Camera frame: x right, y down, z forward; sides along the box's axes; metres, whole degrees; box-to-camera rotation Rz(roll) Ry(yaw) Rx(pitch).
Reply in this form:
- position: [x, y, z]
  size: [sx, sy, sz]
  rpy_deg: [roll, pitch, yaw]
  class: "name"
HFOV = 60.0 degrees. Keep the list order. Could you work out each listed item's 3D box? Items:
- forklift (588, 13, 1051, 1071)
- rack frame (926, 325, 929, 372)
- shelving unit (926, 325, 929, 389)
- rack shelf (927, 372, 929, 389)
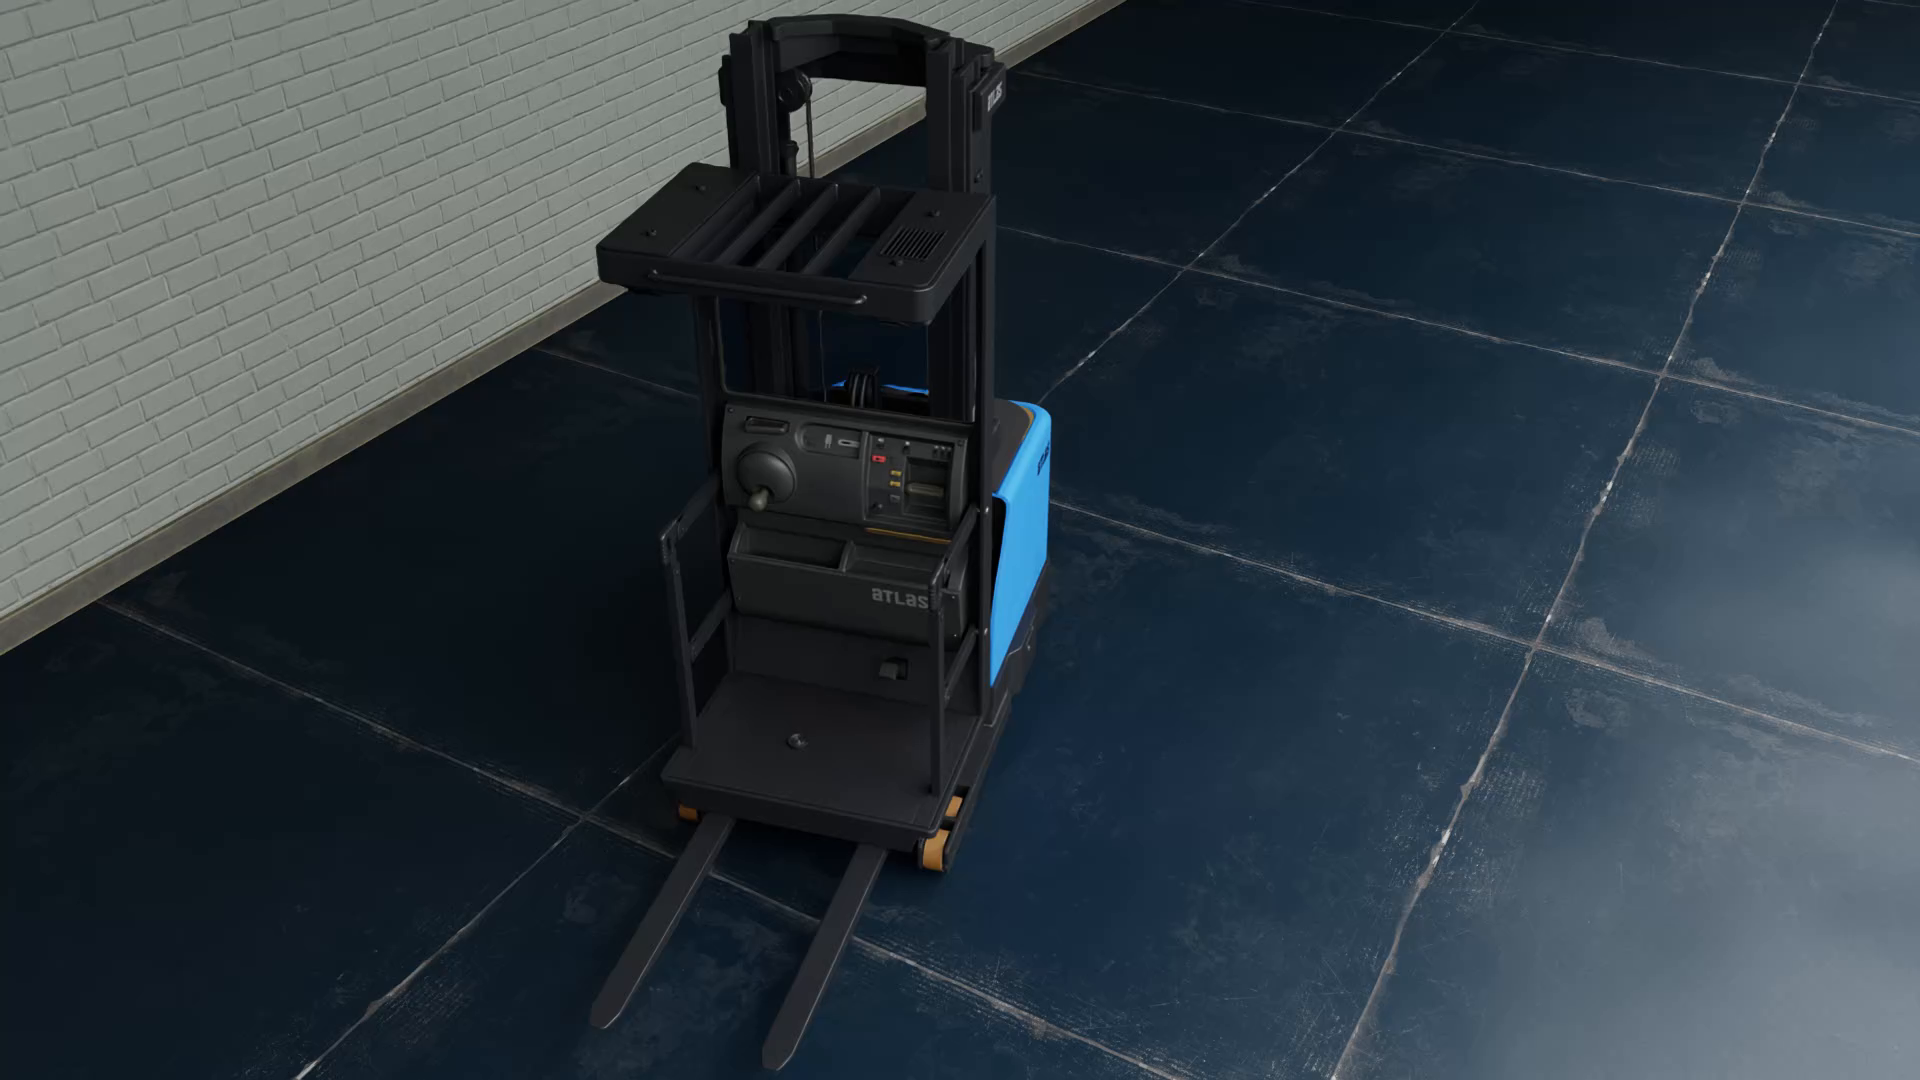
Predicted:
- position: [-0.485, -0.199, 5.904]
  size: [1.130, 2.935, 3.031]
  rpy_deg: [9, 35, 13]
  class: "forklift"
- position: [-0.092, -0.529, 7.961]
  size: [0.006, 1.200, 0.240]
  rpy_deg: [18, 37, 24]
  class: "rack frame"
- position: [-0.013, -0.503, 7.923]
  size: [0.189, 1.200, 0.258]
  rpy_deg: [18, 37, 24]
  class: "shelving unit"
- position: [-0.013, -0.766, 7.749]
  size: [0.180, 0.103, 0.258]
  rpy_deg: [18, 37, 24]
  class: "rack shelf"
